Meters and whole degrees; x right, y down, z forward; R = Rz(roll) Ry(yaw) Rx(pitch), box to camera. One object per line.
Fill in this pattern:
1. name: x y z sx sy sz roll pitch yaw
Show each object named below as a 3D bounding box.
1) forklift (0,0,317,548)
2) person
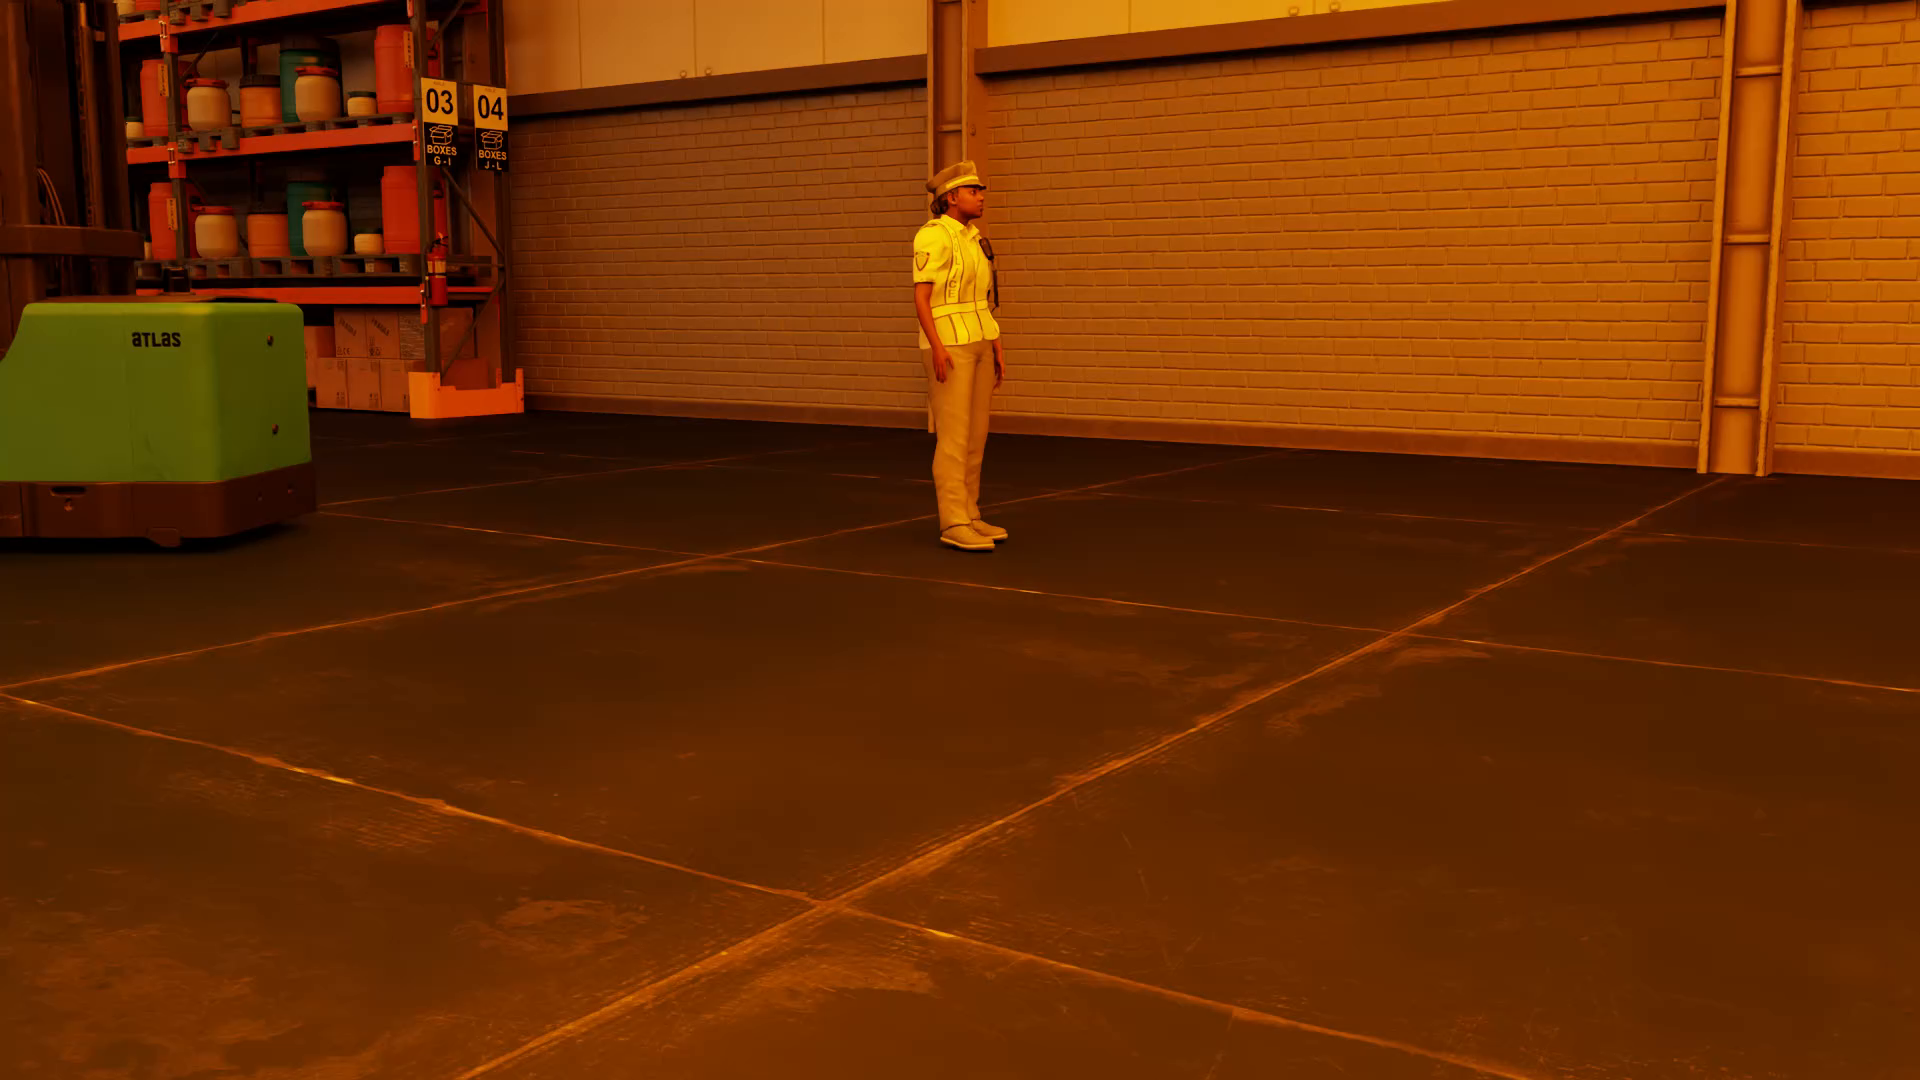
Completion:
1. forklift: -4.663 -1.471 7.537 3.031 2.935 1.130 0 8 3
2. person: 0.051 -0.838 7.425 0.530 1.695 0.569 5 10 34
